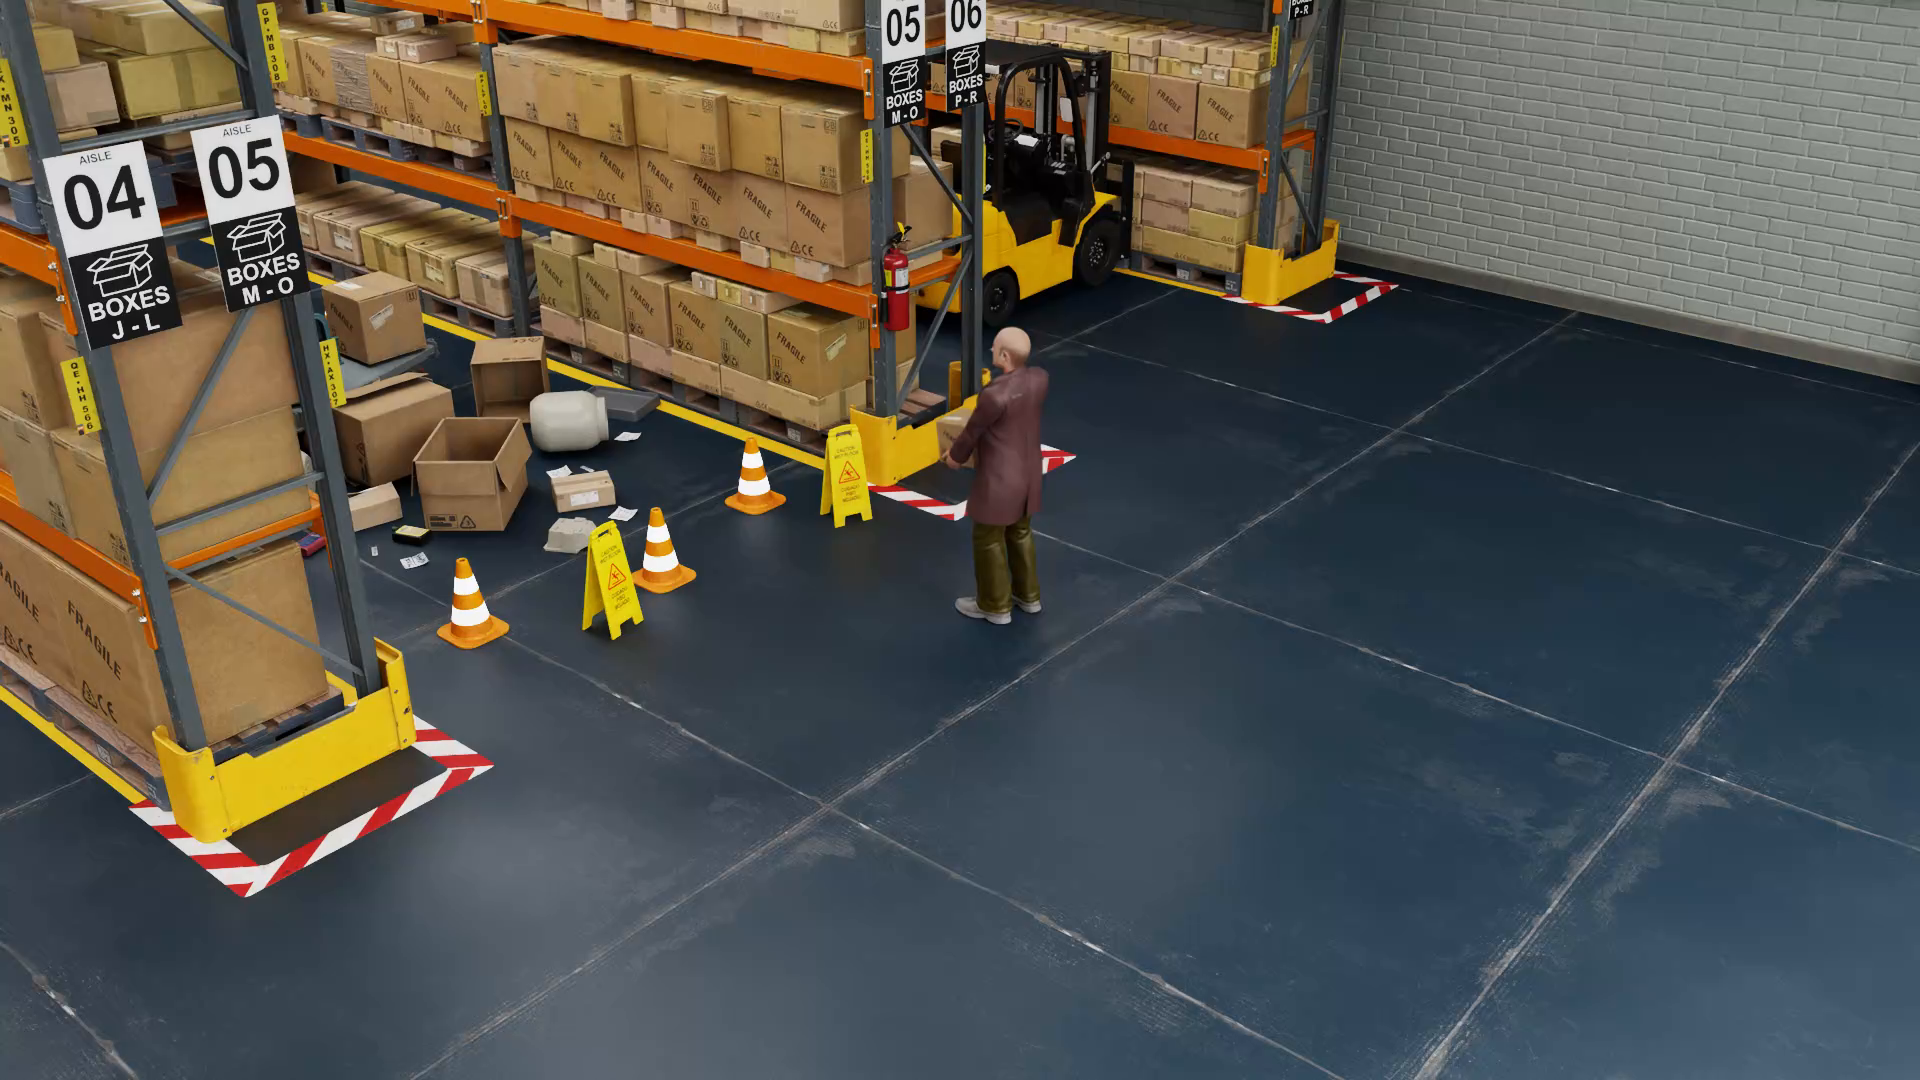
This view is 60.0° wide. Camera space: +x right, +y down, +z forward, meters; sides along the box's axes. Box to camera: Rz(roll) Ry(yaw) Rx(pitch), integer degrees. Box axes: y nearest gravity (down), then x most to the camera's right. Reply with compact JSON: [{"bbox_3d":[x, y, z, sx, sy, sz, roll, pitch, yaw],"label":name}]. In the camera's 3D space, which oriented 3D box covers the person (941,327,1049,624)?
[{"bbox_3d":[0.187,-0.387,9.398,0.548,1.779,0.525,20,33,34],"label":"person"}]
